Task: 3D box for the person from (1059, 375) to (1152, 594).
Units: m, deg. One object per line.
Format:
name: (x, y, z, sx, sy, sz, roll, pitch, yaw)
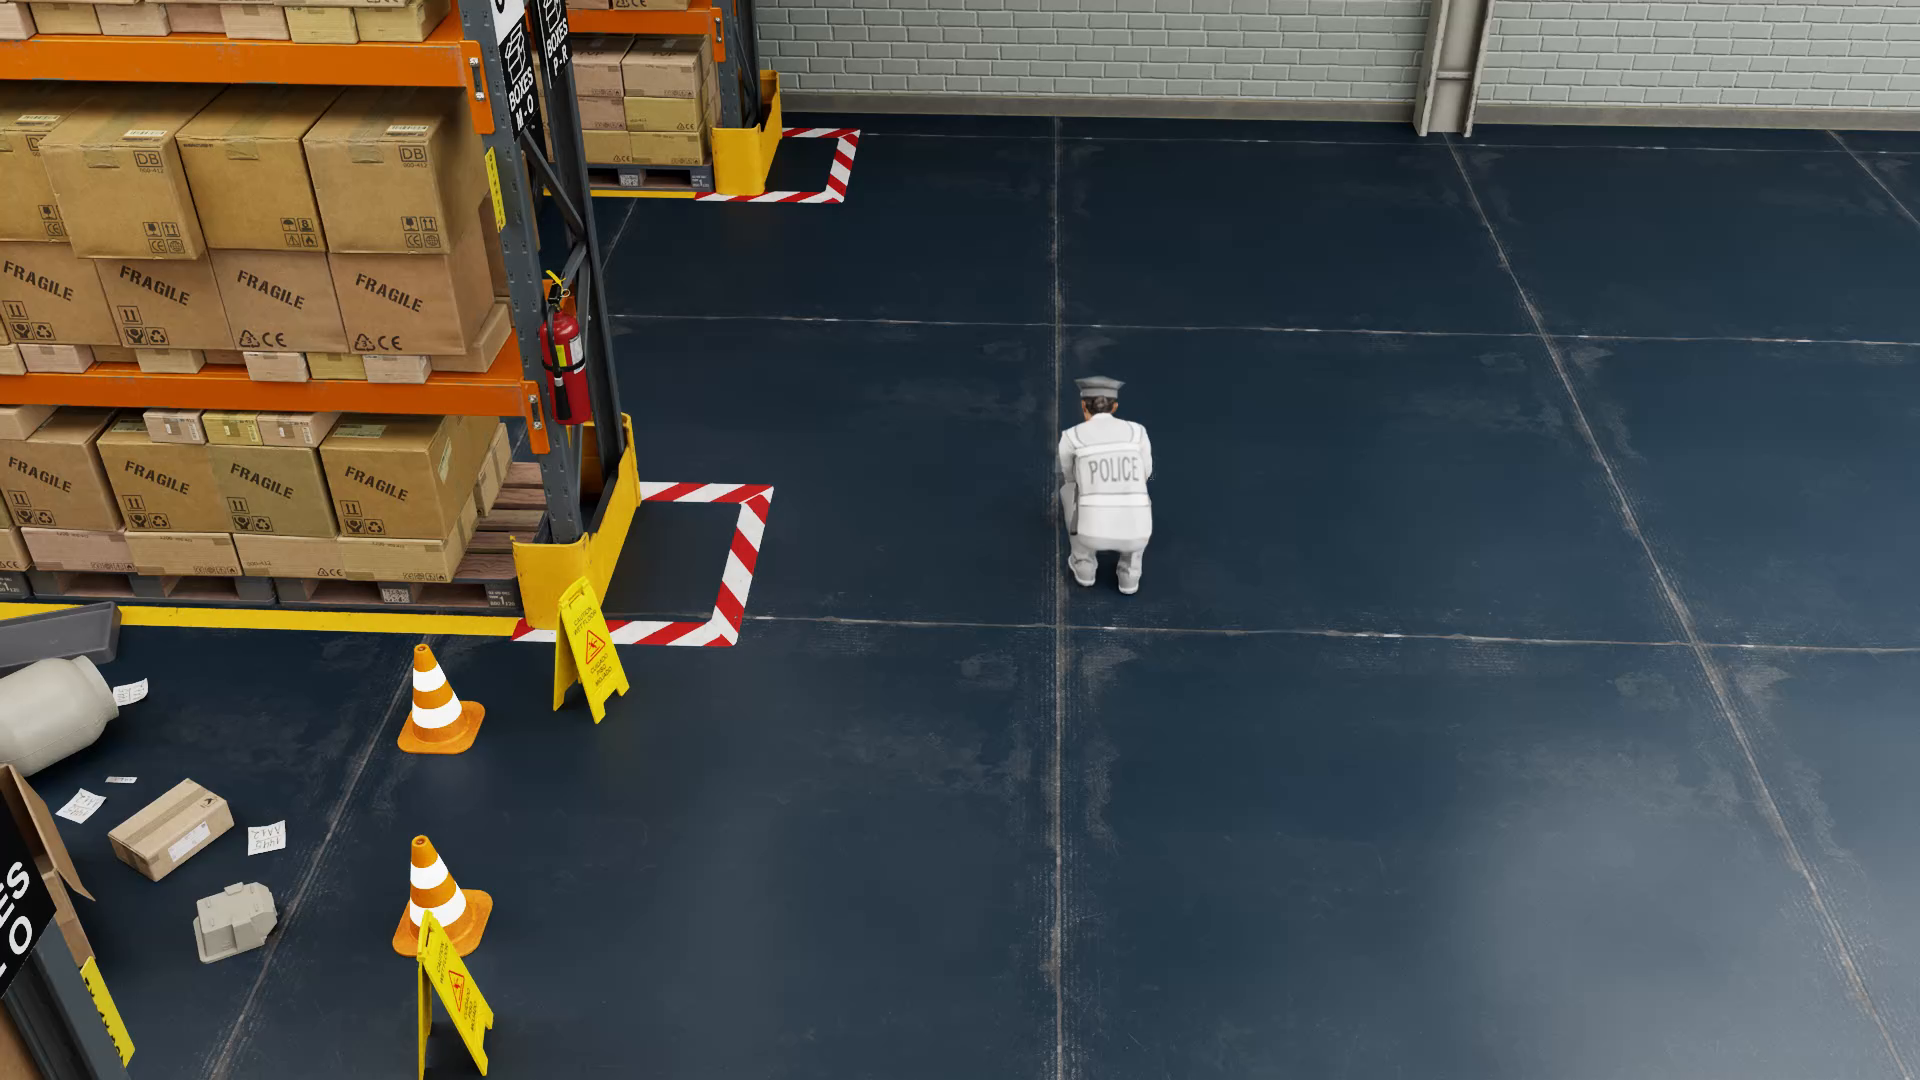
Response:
person: (0.713, -0.280, 8.108, 0.470, 0.971, 0.837, 1, 36, 1)
